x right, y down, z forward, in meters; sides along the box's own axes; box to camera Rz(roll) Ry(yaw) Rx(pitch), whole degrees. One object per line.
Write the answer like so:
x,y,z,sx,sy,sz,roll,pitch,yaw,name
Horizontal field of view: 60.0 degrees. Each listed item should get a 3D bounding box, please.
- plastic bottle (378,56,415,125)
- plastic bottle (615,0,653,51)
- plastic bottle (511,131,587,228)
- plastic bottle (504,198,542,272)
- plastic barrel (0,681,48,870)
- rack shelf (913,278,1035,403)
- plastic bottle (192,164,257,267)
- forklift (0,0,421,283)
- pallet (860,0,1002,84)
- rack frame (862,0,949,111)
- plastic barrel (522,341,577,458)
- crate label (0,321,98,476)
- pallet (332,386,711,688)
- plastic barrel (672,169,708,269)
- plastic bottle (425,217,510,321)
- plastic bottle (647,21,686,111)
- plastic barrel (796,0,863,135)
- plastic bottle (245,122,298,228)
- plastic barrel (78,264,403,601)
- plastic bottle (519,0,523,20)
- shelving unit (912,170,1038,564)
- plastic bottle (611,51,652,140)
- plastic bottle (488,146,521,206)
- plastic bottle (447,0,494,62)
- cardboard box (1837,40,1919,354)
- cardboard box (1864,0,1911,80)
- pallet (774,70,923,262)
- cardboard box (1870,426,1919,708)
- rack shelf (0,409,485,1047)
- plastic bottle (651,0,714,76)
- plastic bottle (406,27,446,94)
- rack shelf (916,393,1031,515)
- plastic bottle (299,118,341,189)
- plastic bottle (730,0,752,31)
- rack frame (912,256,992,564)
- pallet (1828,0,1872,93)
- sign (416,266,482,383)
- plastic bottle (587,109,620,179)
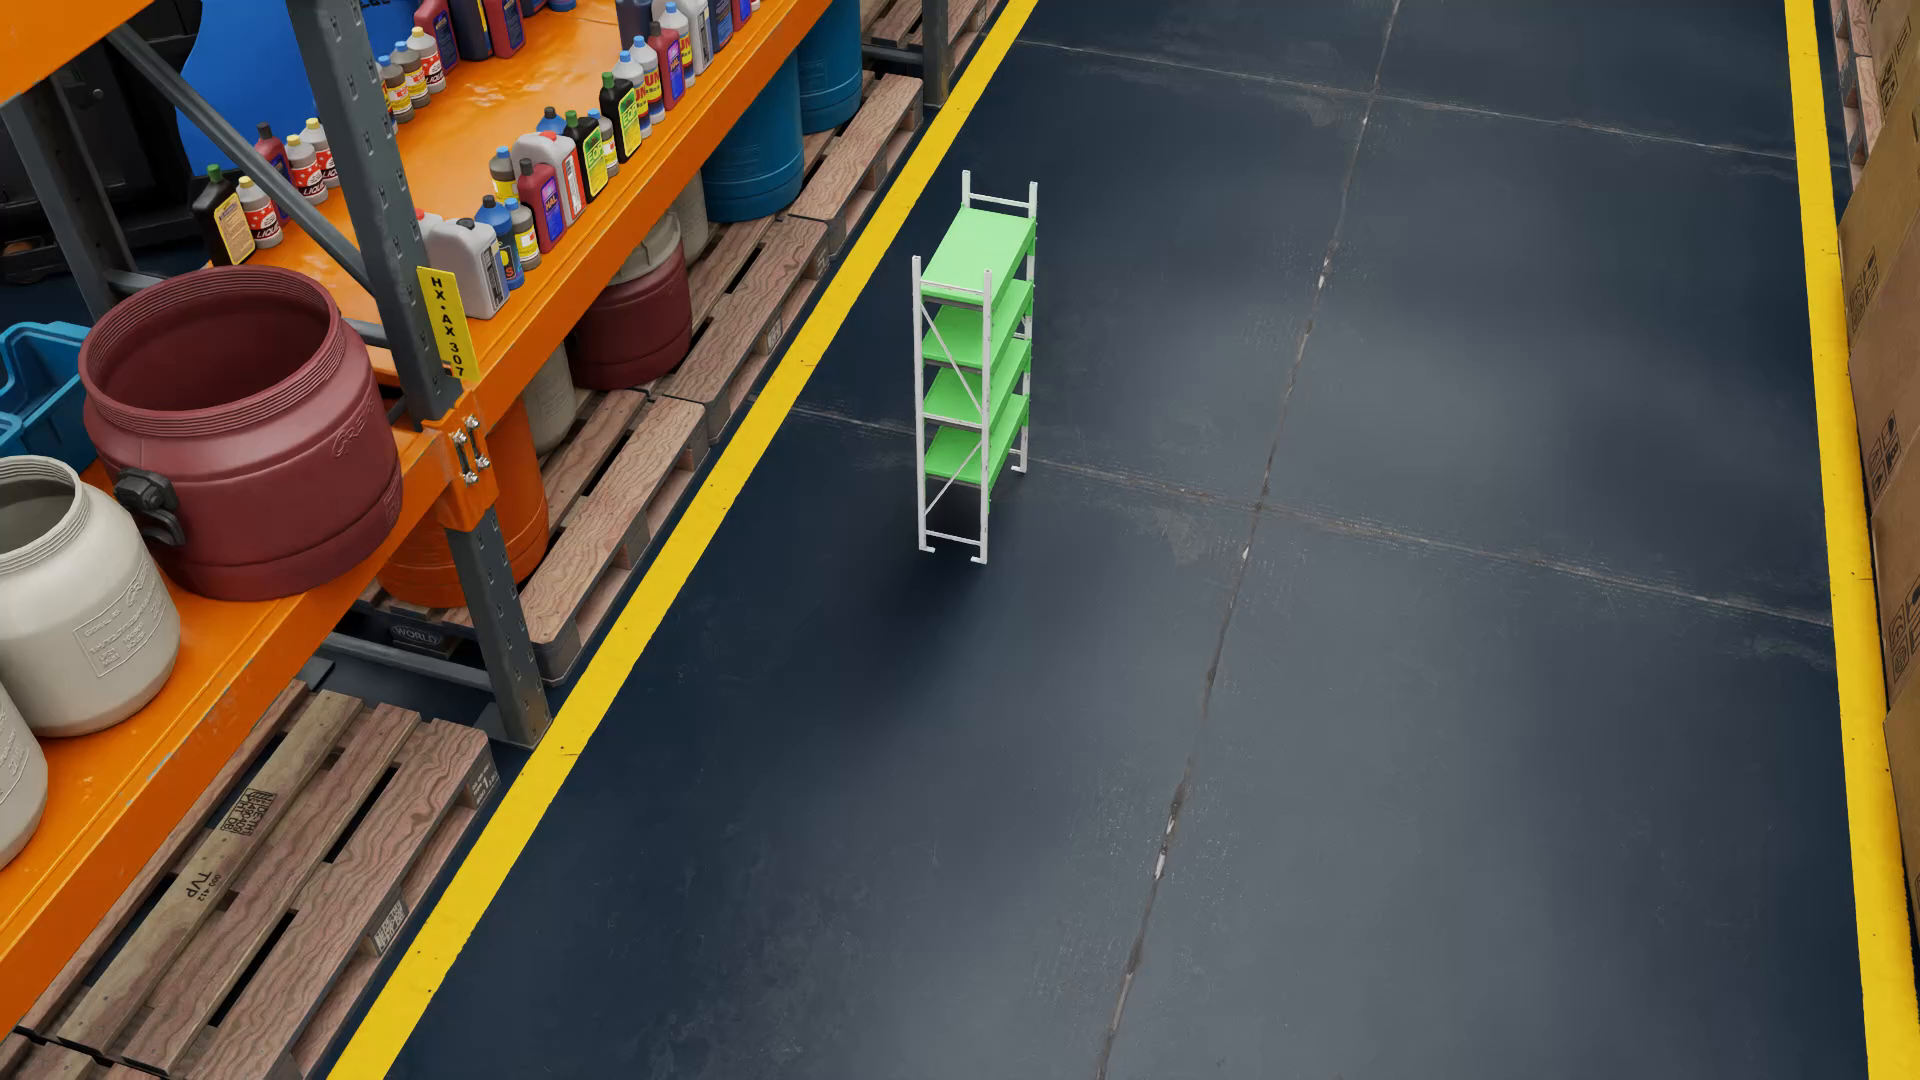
-1.774,-1.411,5.189,0.097,0.201,0.097,0,44,0,plastic bottle
-1.034,-1.746,5.425,0.144,0.351,0.185,13,46,13,plastic bottle
-1.180,-1.055,4.772,0.152,0.276,0.135,13,46,13,plastic bottle
-1.230,-0.856,4.622,0.097,0.201,0.097,0,44,0,plastic bottle
-1.995,0.401,3.116,0.421,0.512,0.421,0,44,0,plastic barrel
0.050,-0.665,5.320,0.258,0.148,0.480,13,46,12,rack shelf
-2.043,-0.889,4.597,0.061,0.283,0.133,13,46,13,plastic bottle
-3.761,-2.522,6.232,3.031,2.935,1.130,-17,47,-16,forklift
-0.362,-2.739,8.398,1.003,0.211,1.213,13,46,13,pallet
-0.548,-3.237,6.913,1.000,3.000,0.127,13,46,13,rack frame
-1.542,-0.557,5.653,0.421,0.512,0.421,0,44,0,plastic barrel
-2.244,-0.310,4.041,0.303,0.233,0.416,13,46,13,crate label
-1.560,-0.109,5.710,1.003,0.211,1.213,13,46,13,pallet
-1.200,-1.310,6.422,0.421,0.512,0.421,0,44,0,plastic barrel
-1.320,-0.747,4.457,0.152,0.276,0.135,13,46,13,plastic bottle
-0.927,-1.510,5.232,0.061,0.283,0.133,13,46,13,plastic bottle
-0.729,-2.278,7.134,0.600,0.901,0.708,13,46,13,plastic barrel
-1.974,-1.043,4.755,0.061,0.283,0.133,13,46,13,plastic bottle
-1.611,-0.246,3.759,0.600,0.536,0.708,13,46,13,plastic barrel
-1.543,-1.850,5.580,0.061,0.283,0.133,13,46,13,plastic bottle
0.050,-0.539,5.443,0.258,1.200,0.503,13,46,12,shelving unit
-1.009,-1.368,5.095,0.097,0.271,0.097,0,44,0,plastic bottle
-1.305,-1.042,4.812,0.097,0.201,0.097,0,44,0,plastic bottle
-1.609,-1.772,5.452,0.144,0.351,0.185,13,46,13,plastic bottle
3.998,-1.148,5.997,1.225,0.875,0.875,13,46,13,cardboard box
4.721,-2.602,7.483,0.875,0.875,0.875,13,46,13,cardboard box
-0.821,-1.735,7.372,1.003,0.211,1.213,13,46,13,pallet
3.467,0.039,4.784,1.225,0.875,0.875,13,46,13,cardboard box
-2.365,1.019,3.078,1.077,0.370,4.000,13,46,13,rack shelf
-0.900,-1.671,5.402,0.152,0.276,0.135,13,46,13,plastic bottle
-1.715,-1.541,5.322,0.097,0.201,0.097,0,44,0,plastic bottle
0.050,-0.322,5.656,0.258,0.148,0.480,13,46,12,rack shelf
-1.892,-1.152,4.924,0.097,0.201,0.097,0,44,0,plastic bottle
-0.760,-1.876,5.606,0.061,0.283,0.133,13,46,13,plastic bottle
-0.024,-0.377,5.277,0.240,1.200,0.015,13,46,12,rack frame
4.845,-2.498,8.151,1.003,0.211,1.213,13,46,12,pallet
-1.233,-0.517,4.017,0.100,0.325,0.005,13,46,13,sign
-1.079,-1.189,4.962,0.097,0.201,0.097,0,44,0,plastic bottle
